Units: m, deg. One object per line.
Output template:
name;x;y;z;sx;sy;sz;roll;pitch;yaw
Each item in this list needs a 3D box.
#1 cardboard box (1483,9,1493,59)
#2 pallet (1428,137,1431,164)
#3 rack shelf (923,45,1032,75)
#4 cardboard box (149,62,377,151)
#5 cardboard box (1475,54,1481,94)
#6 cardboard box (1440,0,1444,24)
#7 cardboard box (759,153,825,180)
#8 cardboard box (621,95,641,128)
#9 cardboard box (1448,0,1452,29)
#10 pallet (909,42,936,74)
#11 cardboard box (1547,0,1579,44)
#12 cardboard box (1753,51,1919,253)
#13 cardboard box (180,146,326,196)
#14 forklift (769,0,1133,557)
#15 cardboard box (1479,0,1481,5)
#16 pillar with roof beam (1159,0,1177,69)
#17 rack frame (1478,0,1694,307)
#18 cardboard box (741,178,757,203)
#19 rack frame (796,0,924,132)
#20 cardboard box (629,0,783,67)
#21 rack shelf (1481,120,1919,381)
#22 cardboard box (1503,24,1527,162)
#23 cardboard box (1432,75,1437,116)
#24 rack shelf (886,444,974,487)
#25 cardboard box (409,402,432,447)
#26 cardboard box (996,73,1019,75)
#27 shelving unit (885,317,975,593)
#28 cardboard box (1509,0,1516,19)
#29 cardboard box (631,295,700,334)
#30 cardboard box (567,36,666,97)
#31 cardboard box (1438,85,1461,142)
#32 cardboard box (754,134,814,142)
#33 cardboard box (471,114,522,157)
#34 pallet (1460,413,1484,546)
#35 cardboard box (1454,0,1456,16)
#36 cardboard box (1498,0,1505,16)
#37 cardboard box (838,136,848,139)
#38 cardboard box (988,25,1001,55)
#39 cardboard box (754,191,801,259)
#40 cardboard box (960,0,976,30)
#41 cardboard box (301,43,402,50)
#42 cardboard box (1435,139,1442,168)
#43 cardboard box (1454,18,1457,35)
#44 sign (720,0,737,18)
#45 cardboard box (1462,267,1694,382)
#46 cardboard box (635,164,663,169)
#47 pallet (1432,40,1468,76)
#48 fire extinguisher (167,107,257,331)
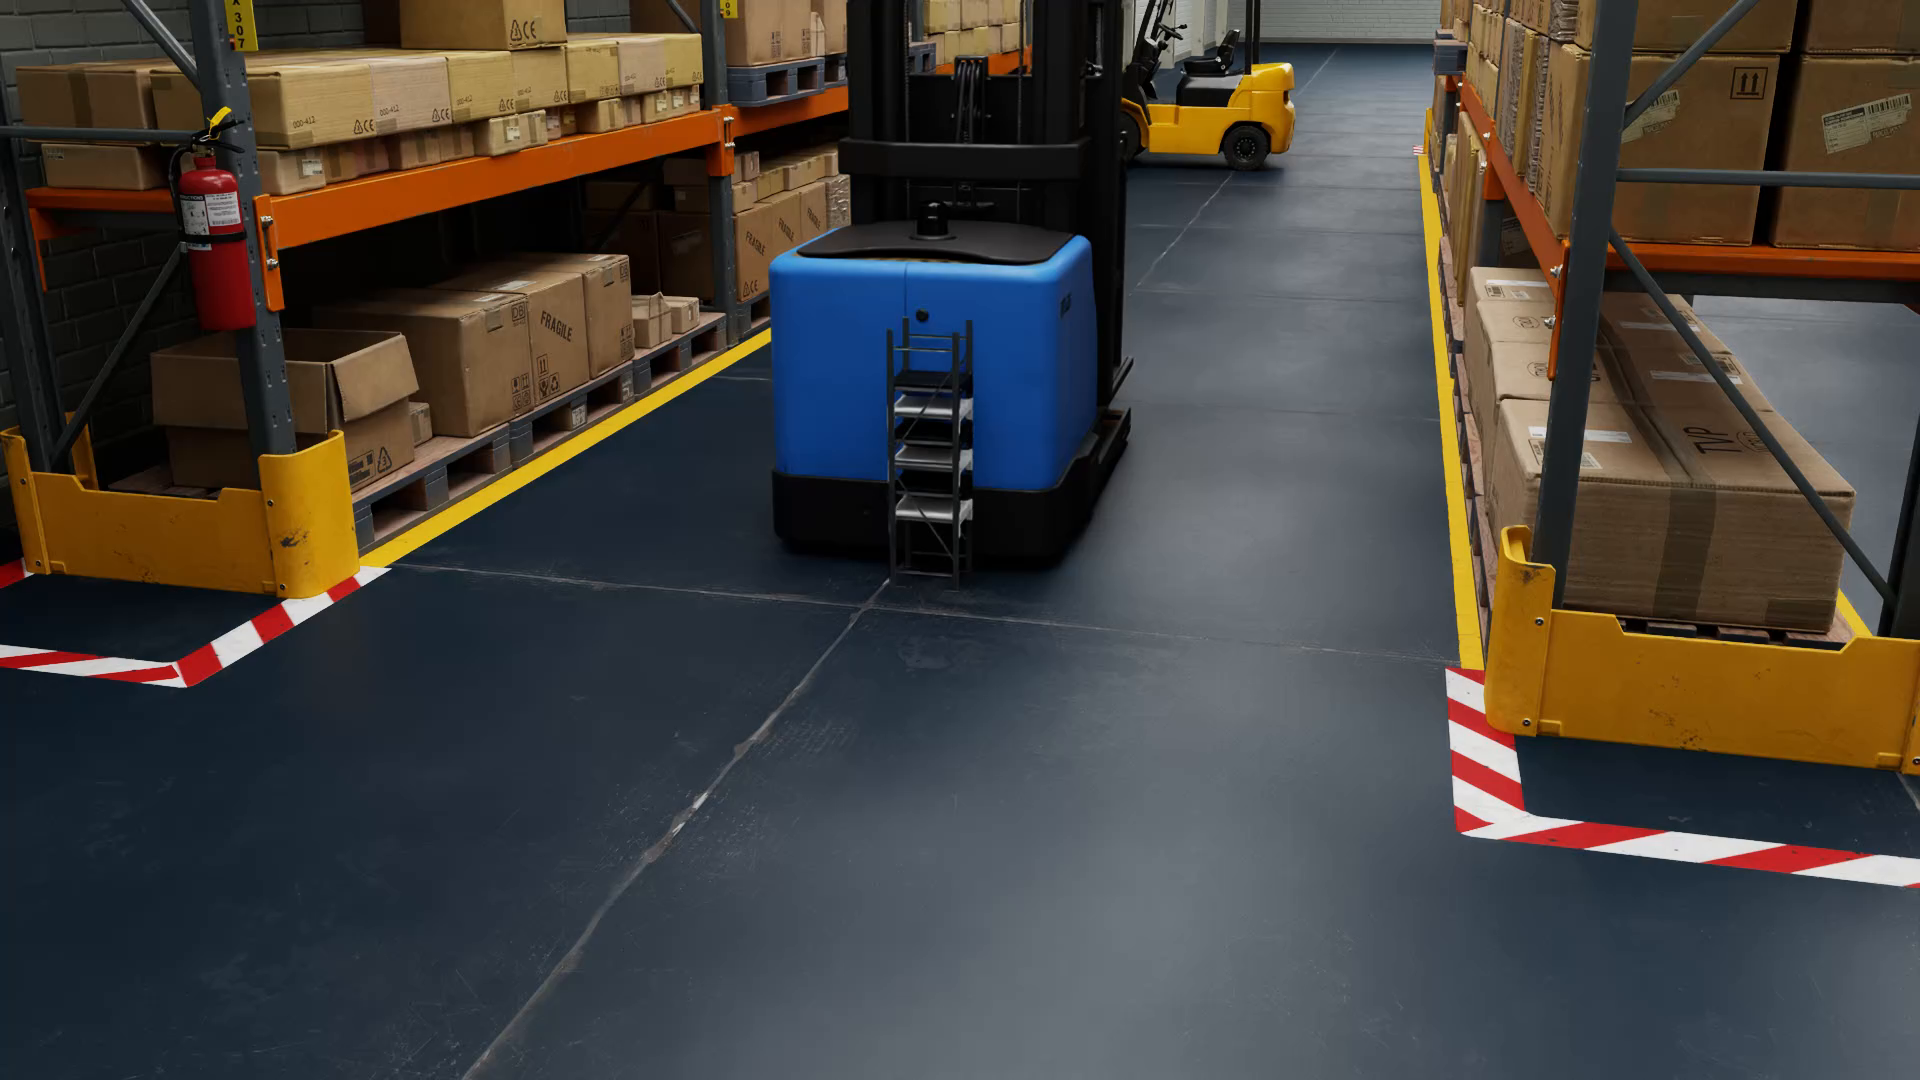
cardboard box;3.169;-2.797;9.196;0.500;0.250;0.500;5;20;15
pallet;5.742;-4.320;18.510;1.003;0.211;1.213;5;19;13
rack shelf;-0.287;-4.085;14.621;1.077;0.370;4.000;5;19;13
cardboard box;-2.358;-1.482;5.658;0.500;0.250;0.500;5;19;14
cardboard box;3.433;-2.877;10.203;0.500;0.250;0.500;5;20;15
cardboard box;5.609;-5.977;18.431;0.500;0.500;0.500;4;19;13
cardboard box;-1.111;-2.461;10.965;0.380;0.149;0.250;5;19;14
cardboard box;-1.758;-2.060;7.966;0.380;0.149;0.250;5;20;15
cardboard box;5.003;-5.171;16.070;0.500;0.500;0.500;5;20;15
pallet;-0.873;-3.490;12.062;1.213;0.211;1.003;5;19;13
cardboard box;2.071;-1.757;4.990;0.500;0.500;0.500;5;19;14
cardboard box;2.480;-1.076;4.542;0.500;0.500;0.500;5;19;13
cardboard box;-2.383;-1.254;5.607;0.380;0.149;0.250;5;19;13
forklift;0.149;-1.767;6.825;1.130;2.935;3.031;4;19;12
cardboard box;3.570;-3.637;10.494;0.500;0.500;0.500;5;19;14
pillar with roof beam;8.708;-14.300;34.132;9.100;9.000;0.400;5;19;13
rack frame;3.062;-2.154;7.854;1.000;3.000;0.127;5;19;13
cardboard box;-1.414;-2.052;9.770;0.380;0.149;0.250;4;19;12
rack frame;-0.775;-3.799;12.669;1.000;3.000;0.127;5;19;13
cardboard box;-1.417;-2.925;9.307;0.700;0.500;0.500;5;20;15
rack shelf;2.573;-1.187;6.135;1.077;0.370;4.000;5;19;13
cardboard box;2.438;-1.763;6.552;0.500;0.500;0.500;5;19;14
cardboard box;5.523;-4.930;18.423;0.500;0.500;0.500;4;19;12
rack shelf;-0.099;-0.254;5.642;0.258;0.077;0.200;4;19;12
cardboard box;-2.347;-0.455;6.641;0.380;0.149;0.250;4;19;11
cardboard box;0.381;-4.910;17.981;0.500;0.250;0.500;5;19;14
shelving unit;-0.099;-0.286;5.632;0.258;0.900;0.210;4;19;12
cardboard box;2.710;-2.545;7.296;0.500;0.500;0.500;5;19;14
cardboard box;-1.604;-1.197;8.812;0.380;0.149;0.250;4;19;12
cardboard box;-1.748;-2.278;7.988;0.500;0.250;0.500;5;19;14
cardboard box;4.901;-4.121;16.056;0.500;0.500;0.500;4;19;13
cardboard box;-1.296;-2.902;12.256;0.380;0.149;0.250;5;20;15
cardboard box;-2.020;-1.654;6.778;0.380;0.149;0.250;4;19;12
pallet;2.504;-0.219;6.502;1.003;0.211;1.213;5;19;13
cardboard box;4.253;-4.452;13.315;0.500;0.500;0.500;4;19;11
cardboard box;2.927;-2.835;8.145;0.500;0.500;0.500;5;20;15
cardboard box;-0.687;-2.859;12.131;0.380;0.149;0.250;4;19;11
cardboard box;0.064;-4.492;14.930;0.500;0.250;0.500;5;19;14
cardboard box;-1.296;-1.863;10.218;0.500;0.500;0.500;4;19;13
cardboard box;-0.161;-4.404;13.899;0.500;0.250;0.500;4;19;12
cardboard box;-2.494;-2.007;7.194;0.500;0.250;0.500;5;19;13
cardboard box;4.900;-3.766;16.177;0.500;0.250;0.500;6;20;16
cardboard box;4.229;-4.187;13.545;0.380;0.149;0.250;5;20;15
sign;-1.224;-2.914;8.740;0.100;0.325;0.005;5;19;13
cardboard box;2.804;-0.952;7.649;0.875;0.438;0.875;4;19;13
cardboard box;-1.795;-2.248;10.343;0.380;0.149;0.250;4;19;11
pallet;4.110;-3.549;12.235;1.213;0.211;1.003;5;19;13
fire extinguisher;-2.318;-0.996;5.159;0.296;0.674;0.183;5;19;13
